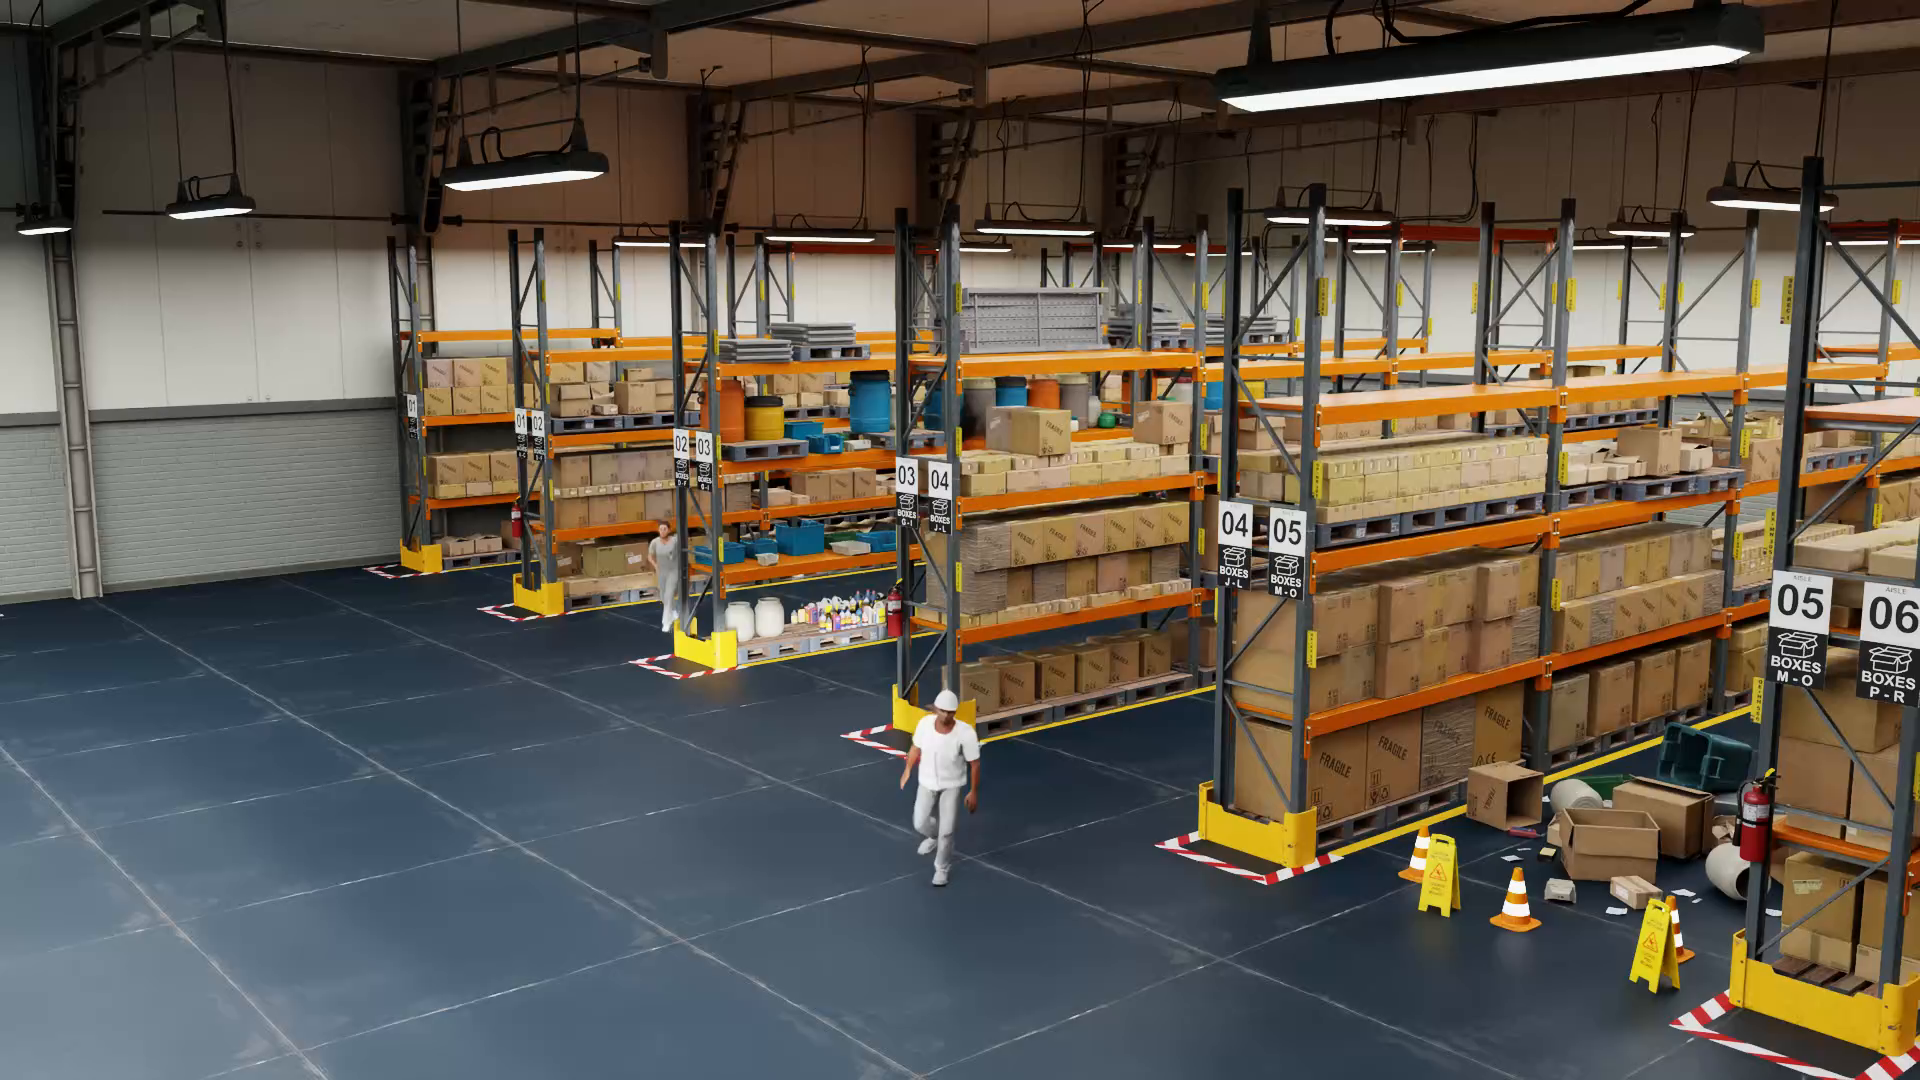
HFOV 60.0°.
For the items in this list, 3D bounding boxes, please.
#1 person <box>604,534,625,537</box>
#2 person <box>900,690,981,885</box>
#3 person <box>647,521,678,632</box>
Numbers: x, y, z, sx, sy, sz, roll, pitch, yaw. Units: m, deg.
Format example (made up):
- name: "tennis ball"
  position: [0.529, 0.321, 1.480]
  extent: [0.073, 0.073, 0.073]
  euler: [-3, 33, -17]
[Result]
- name: "person"
  position: [-6.051, -0.142, 29.313]
  extent: [0.560, 1.697, 0.803]
  euler: [6, 11, 35]
- name: "person"
  position: [-0.153, 2.100, 14.560]
  extent: [0.773, 1.708, 0.746]
  euler: [2, 9, 16]
- name: "person"
  position: [-4.354, 0.498, 24.846]
  extent: [0.552, 1.632, 0.872]
  euler: [1, 9, 5]
